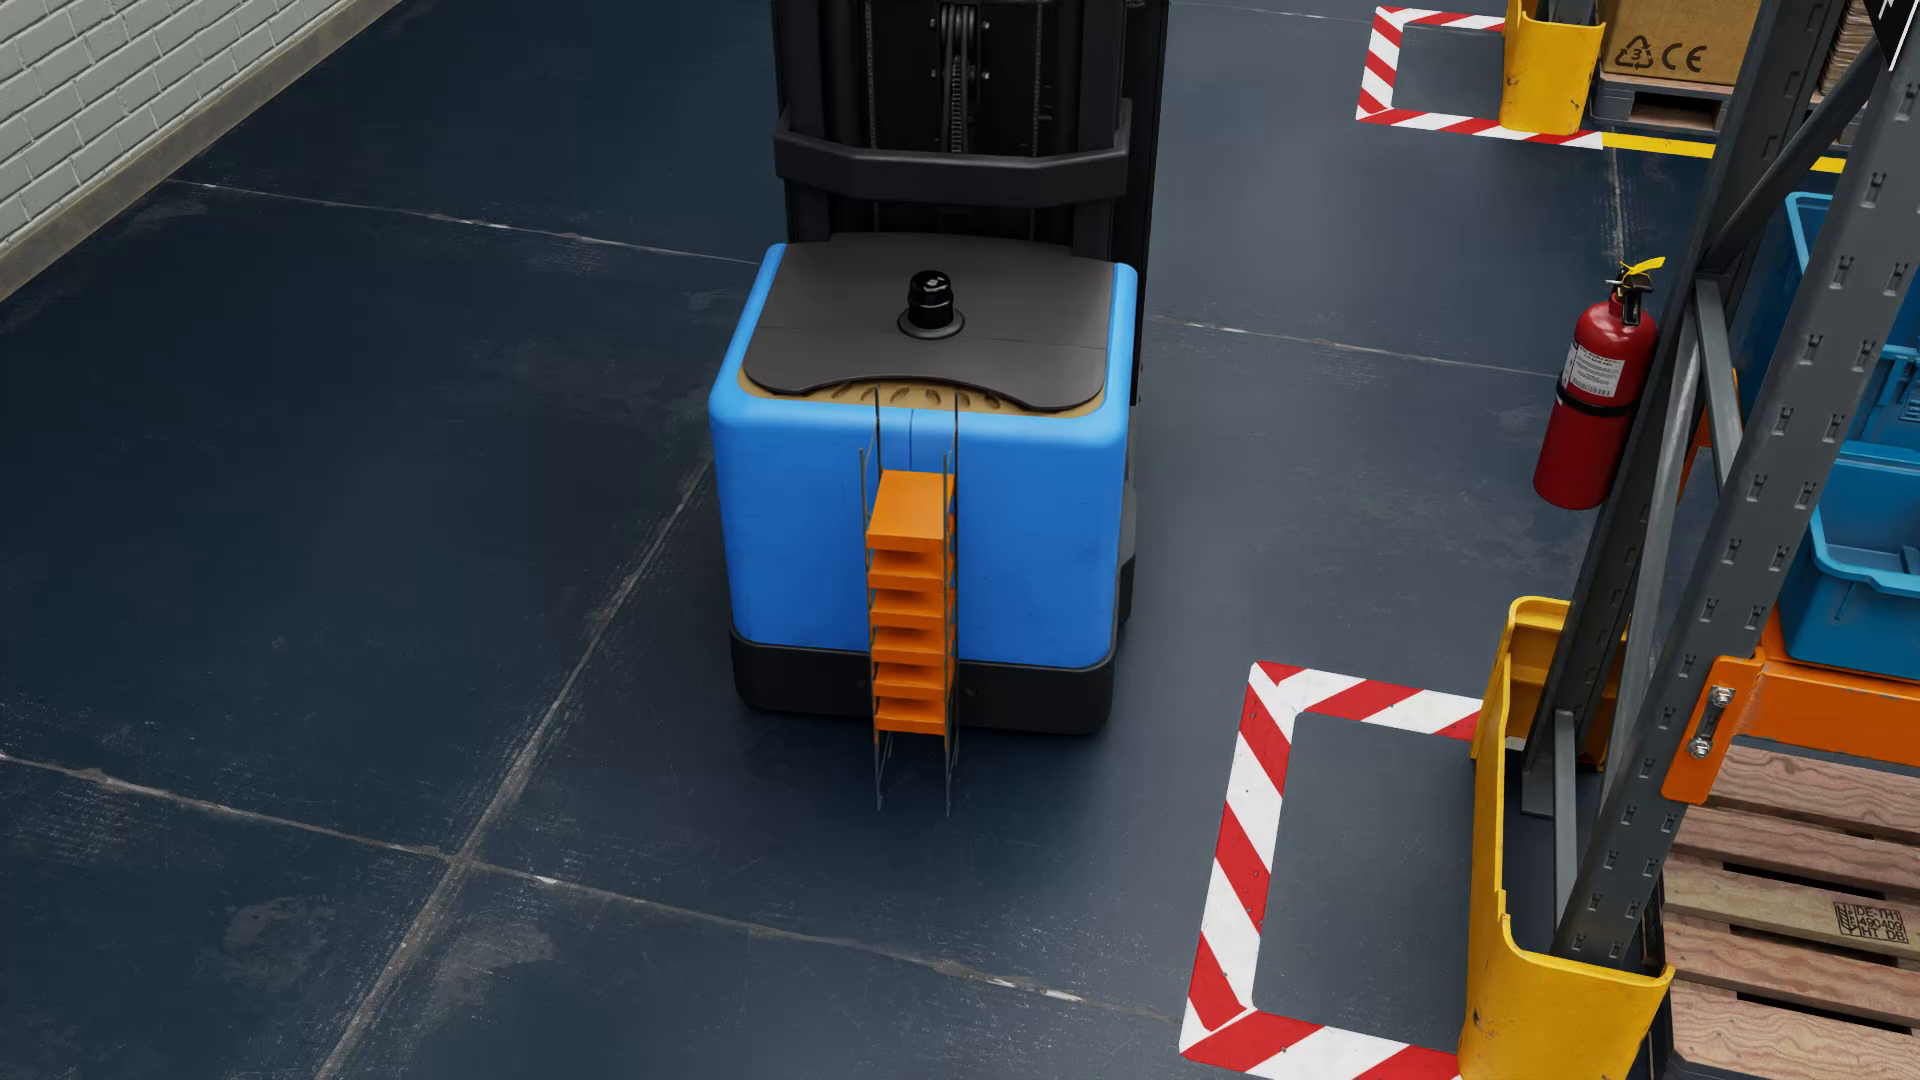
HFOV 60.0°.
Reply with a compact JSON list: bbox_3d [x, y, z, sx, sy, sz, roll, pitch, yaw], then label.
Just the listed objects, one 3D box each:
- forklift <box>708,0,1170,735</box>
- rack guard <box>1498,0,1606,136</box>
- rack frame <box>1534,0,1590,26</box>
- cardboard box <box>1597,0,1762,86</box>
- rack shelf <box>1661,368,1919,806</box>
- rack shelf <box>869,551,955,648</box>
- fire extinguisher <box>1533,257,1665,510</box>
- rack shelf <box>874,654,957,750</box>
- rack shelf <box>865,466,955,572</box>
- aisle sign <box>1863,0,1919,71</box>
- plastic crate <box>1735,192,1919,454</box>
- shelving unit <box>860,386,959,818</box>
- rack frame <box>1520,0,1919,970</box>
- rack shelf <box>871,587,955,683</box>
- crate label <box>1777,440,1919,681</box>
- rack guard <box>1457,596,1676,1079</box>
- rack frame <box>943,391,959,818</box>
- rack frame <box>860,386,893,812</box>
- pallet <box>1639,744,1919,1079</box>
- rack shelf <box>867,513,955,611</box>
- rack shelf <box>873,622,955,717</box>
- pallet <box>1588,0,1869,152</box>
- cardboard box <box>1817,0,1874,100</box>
[{"bbox_3d":[0.054,-1.537,4.801,1.130,2.935,3.031,4,40,5],"label":"forklift"},{"bbox_3d":[2.726,-2.367,7.679,0.348,0.500,1.175,10,41,11],"label":"rack guard"},{"bbox_3d":[2.749,-3.320,6.870,0.127,3.000,1.000,10,41,11],"label":"rack frame"},{"bbox_3d":[3.388,-2.610,7.351,0.875,0.875,0.875,10,41,11],"label":"cardboard box"},{"bbox_3d":[3.401,0.365,3.042,4.000,0.370,1.077,10,41,11],"label":"rack shelf"},{"bbox_3d":[-0.111,0.132,4.041,0.180,0.103,0.258,4,40,5],"label":"rack shelf"},{"bbox_3d":[1.441,-0.378,3.717,0.183,0.674,0.296,10,41,11],"label":"fire extinguisher"},{"bbox_3d":[-0.111,0.407,4.274,0.180,0.103,0.258,4,40,5],"label":"rack shelf"},{"bbox_3d":[-0.111,-0.051,3.886,0.180,0.103,0.258,4,40,5],"label":"rack shelf"},{"bbox_3d":[1.323,-1.066,2.165,0.004,0.787,0.394,10,41,11],"label":"aisle sign"},{"bbox_3d":[1.841,-0.340,3.248,0.499,0.435,0.616,10,41,11],"label":"plastic crate"},{"bbox_3d":[-0.111,0.190,4.090,0.189,1.200,0.258,4,40,5],"label":"shelving unit"},{"bbox_3d":[1.469,-0.243,3.207,0.127,3.000,1.000,10,41,11],"label":"rack frame"},{"bbox_3d":[-0.111,0.224,4.119,0.180,0.103,0.258,4,40,5],"label":"rack shelf"},{"bbox_3d":[1.622,0.044,2.949,0.303,0.233,0.416,10,41,11],"label":"crate label"},{"bbox_3d":[1.442,0.719,4.006,0.348,0.500,1.175,10,41,11],"label":"rack guard"},{"bbox_3d":[-0.020,0.197,4.082,0.006,1.200,0.240,4,40,5],"label":"rack frame"},{"bbox_3d":[-0.202,0.183,4.098,0.006,1.200,0.240,4,40,5],"label":"rack frame"},{"bbox_3d":[2.256,0.986,3.911,1.213,0.211,1.003,10,41,11],"label":"pallet"},{"bbox_3d":[-0.111,0.041,3.964,0.180,0.103,0.258,4,40,5],"label":"rack shelf"},{"bbox_3d":[-0.111,0.316,4.196,0.180,0.103,0.258,4,40,5],"label":"rack shelf"},{"bbox_3d":[3.542,-2.168,7.667,1.213,0.211,1.003,10,41,11],"label":"pallet"},{"bbox_3d":[4.267,-2.459,7.171,0.875,0.875,0.875,10,41,11],"label":"cardboard box"}]
